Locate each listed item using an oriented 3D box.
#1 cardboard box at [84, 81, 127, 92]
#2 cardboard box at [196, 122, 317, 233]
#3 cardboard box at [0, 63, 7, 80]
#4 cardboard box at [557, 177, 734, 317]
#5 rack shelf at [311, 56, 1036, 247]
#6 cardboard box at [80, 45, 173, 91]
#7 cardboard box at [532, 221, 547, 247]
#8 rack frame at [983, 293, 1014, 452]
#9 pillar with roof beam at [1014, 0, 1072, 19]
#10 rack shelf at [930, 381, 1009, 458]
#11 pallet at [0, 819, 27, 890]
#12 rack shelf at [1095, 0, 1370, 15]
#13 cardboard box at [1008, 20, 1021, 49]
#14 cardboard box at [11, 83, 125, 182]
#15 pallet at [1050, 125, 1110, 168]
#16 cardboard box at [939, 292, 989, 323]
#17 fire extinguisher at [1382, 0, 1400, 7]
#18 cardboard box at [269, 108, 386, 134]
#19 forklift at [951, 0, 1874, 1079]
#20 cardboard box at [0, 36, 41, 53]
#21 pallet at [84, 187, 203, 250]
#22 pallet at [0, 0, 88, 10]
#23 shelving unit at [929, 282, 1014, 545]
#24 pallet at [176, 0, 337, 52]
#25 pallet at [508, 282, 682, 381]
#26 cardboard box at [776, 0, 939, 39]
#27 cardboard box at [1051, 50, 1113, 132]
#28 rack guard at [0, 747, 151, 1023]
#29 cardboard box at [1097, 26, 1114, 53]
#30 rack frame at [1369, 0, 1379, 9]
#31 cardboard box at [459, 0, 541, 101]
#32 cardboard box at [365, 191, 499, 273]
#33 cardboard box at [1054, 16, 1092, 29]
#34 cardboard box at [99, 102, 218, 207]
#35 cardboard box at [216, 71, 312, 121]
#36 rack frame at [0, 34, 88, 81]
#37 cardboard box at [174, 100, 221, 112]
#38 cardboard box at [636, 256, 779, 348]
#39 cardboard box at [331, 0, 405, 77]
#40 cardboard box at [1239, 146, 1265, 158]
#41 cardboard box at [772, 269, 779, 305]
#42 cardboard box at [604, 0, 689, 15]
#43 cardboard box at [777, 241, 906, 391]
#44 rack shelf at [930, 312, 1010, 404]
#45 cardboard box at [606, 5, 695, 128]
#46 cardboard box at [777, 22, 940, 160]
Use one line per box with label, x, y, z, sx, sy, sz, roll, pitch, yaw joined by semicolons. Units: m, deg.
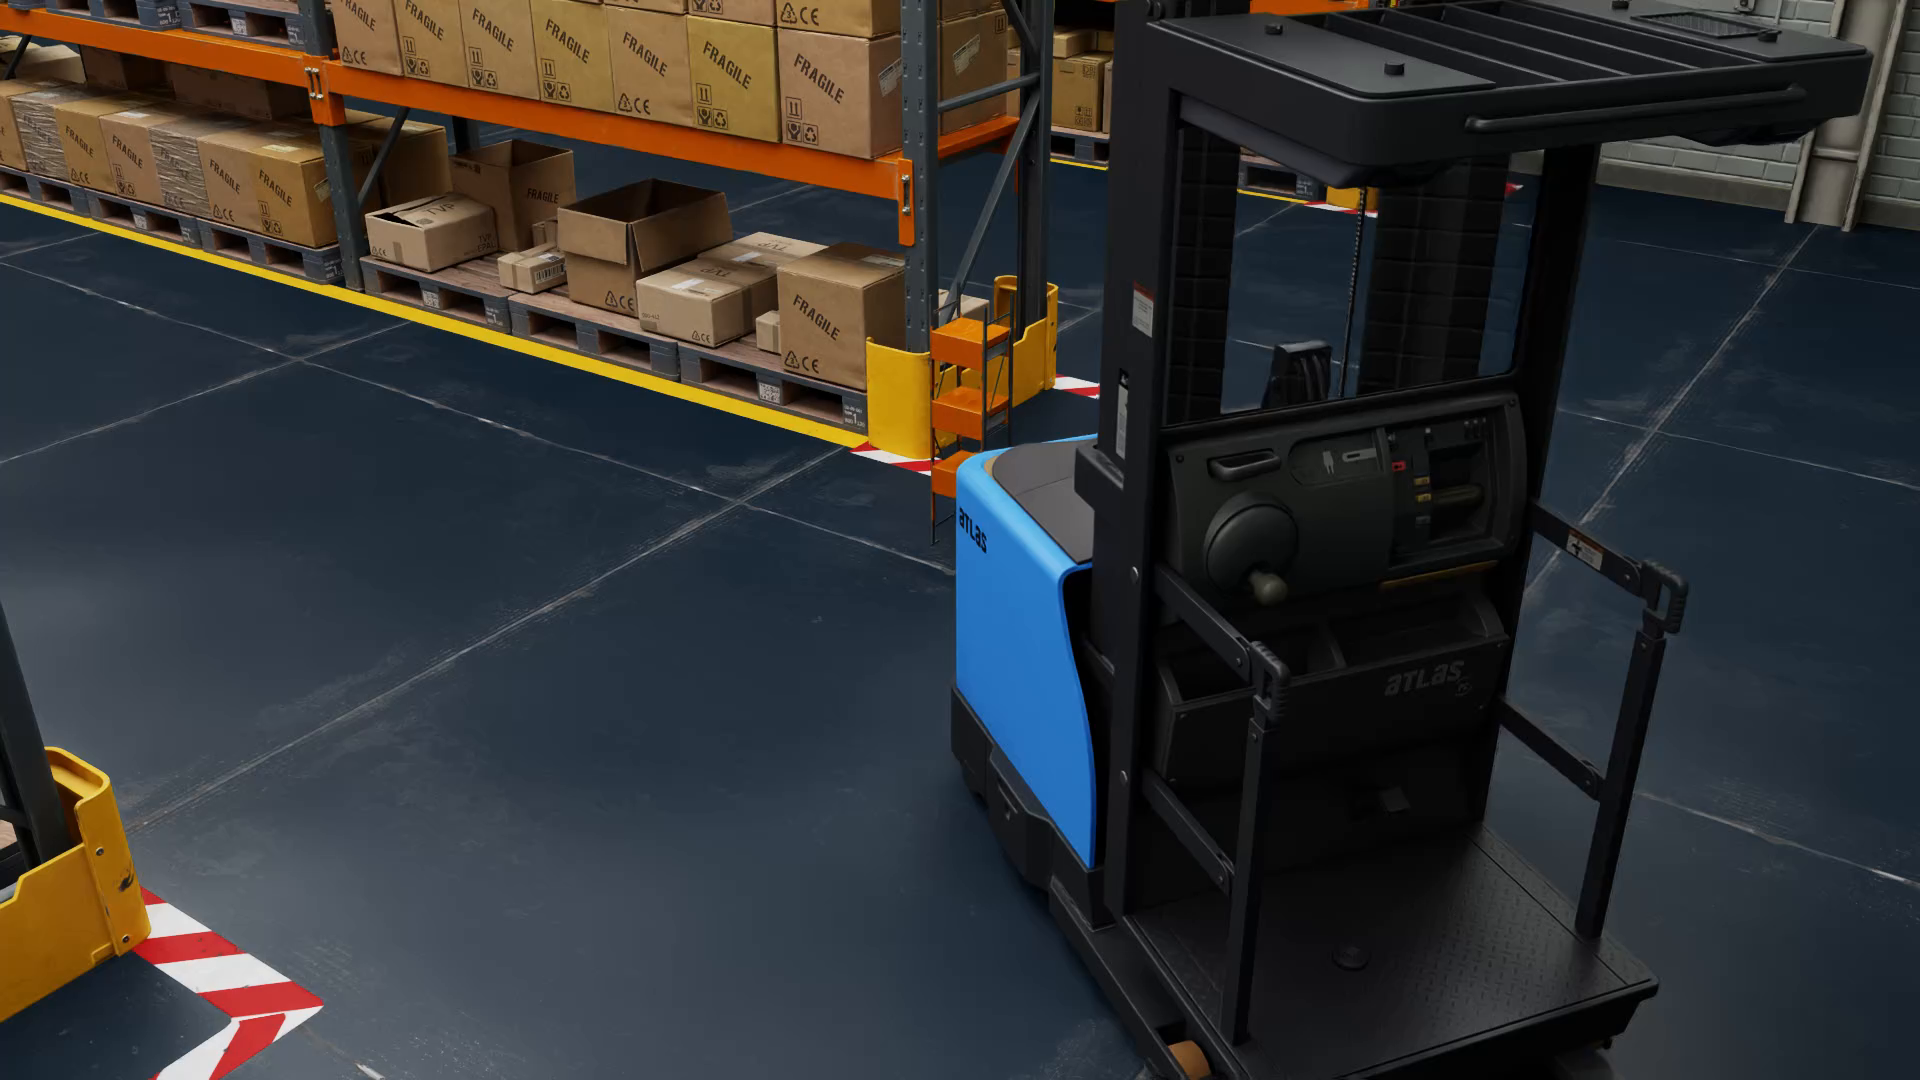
cardboard box;-5.600;-2.912;11.436;0.500;0.500;0.500;19;32;32
cardboard box;-4.178;-2.187;10.011;0.500;0.500;0.500;17;32;30
cardboard box;-7.075;-3.236;11.753;0.500;0.311;0.500;18;32;32
cardboard box;-1.655;-1.558;8.772;0.637;0.503;0.797;17;32;30
rack shelf;-1.558;-2.121;8.404;4.000;0.370;1.077;17;32;30
cardboard box;-5.551;-3.233;11.240;0.500;0.250;0.500;19;32;32
cardboard box;-2.233;-1.767;9.572;0.250;0.149;0.380;17;32;30
rack frame;0.145;-0.423;6.423;0.008;1.050;0.200;17;32;30
pillar with roof beam;-1.776;-6.016;8.650;0.400;9.000;9.100;17;32;30
rack shelf;0.044;-0.445;6.490;0.240;0.259;0.215;17;32;30
pallet;-3.375;0.939;4.671;1.213;0.211;1.003;17;32;30
rack shelf;1.244;-3.974;12.045;4.000;0.370;1.077;17;32;30
cardboard box;0.332;-3.784;12.456;0.250;0.149;0.380;19;32;32
cardboard box;-5.855;-2.708;11.036;0.500;0.500;0.500;16;31;29
pallet;1.187;-3.028;12.467;1.213;0.211;1.003;17;32;30
cardboard box;-0.060;-1.090;8.242;0.250;0.149;0.380;17;32;30
fire extinguisher;2.755;-3.369;10.559;0.183;0.674;0.296;17;32;30
cardboard box;-3.913;-2.385;10.401;0.500;0.500;0.500;18;32;31
forklift;0.979;-0.057;3.631;1.130;2.935;3.031;-10;29;-19
cardboard box;-7.207;-3.570;12.408;0.500;0.311;0.500;16;31;29
pallet;-4.908;-2.220;10.880;1.213;0.211;1.003;17;32;30
pallet;-5.905;-3.749;11.021;1.003;0.211;1.213;17;32;30
shelving unit;0.044;-0.454;6.485;0.252;1.050;0.215;17;32;30
pallet;-3.803;-3.116;9.777;1.213;0.211;1.003;17;32;30
pallet;-1.631;-1.223;8.920;1.213;0.211;1.003;17;32;30
cardboard box;-0.432;-2.430;7.005;0.500;0.500;0.500;17;32;30
cardboard box;0.988;-3.388;12.393;0.500;0.500;0.700;18;32;31
rack guard;-2.690;1.038;4.159;0.348;0.500;1.175;17;32;30
cardboard box;1.220;-3.718;12.327;0.250;0.149;0.380;17;31;29
rack frame;2.892;-3.781;10.872;0.127;3.000;1.000;17;32;30
cardboard box;-2.106;-2.507;8.260;0.500;0.500;0.500;17;32;30
cardboard box;-2.983;-1.764;9.389;0.500;0.311;0.500;17;32;30
cardboard box;0.799;-3.849;12.585;0.250;0.149;0.380;16;31;29
cardboard box;-5.012;-2.446;10.519;0.500;0.500;0.500;16;31;29
cardboard box;-4.292;-2.844;10.475;0.500;0.250;0.500;17;32;30
rack frame;-6.504;-3.982;11.268;0.127;3.000;1.000;17;32;30
cardboard box;-4.737;-2.647;10.914;0.500;0.500;0.500;16;31;28
cardboard box;-1.263;-1.201;8.350;0.500;0.250;0.500;17;32;30
cardboard box;-2.941;-2.767;8.770;0.500;0.500;0.500;18;32;32
cardboard box;2.259;-2.996;11.624;0.500;0.500;0.700;17;32;30
cardboard box;-0.609;-1.273;8.490;0.500;0.250;0.500;17;32;30
cardboard box;-1.279;-2.691;7.517;0.500;0.500;0.500;18;32;32
cardboard box;-0.497;-1.058;7.792;0.500;0.500;0.500;17;32;30
rack shelf;0.044;-0.698;6.361;0.240;0.259;0.215;17;32;30
cardboard box;-1.270;-2.248;7.750;0.500;0.500;0.500;18;32;31
cardboard box;-0.433;-1.986;7.235;0.500;0.500;0.500;18;32;32
